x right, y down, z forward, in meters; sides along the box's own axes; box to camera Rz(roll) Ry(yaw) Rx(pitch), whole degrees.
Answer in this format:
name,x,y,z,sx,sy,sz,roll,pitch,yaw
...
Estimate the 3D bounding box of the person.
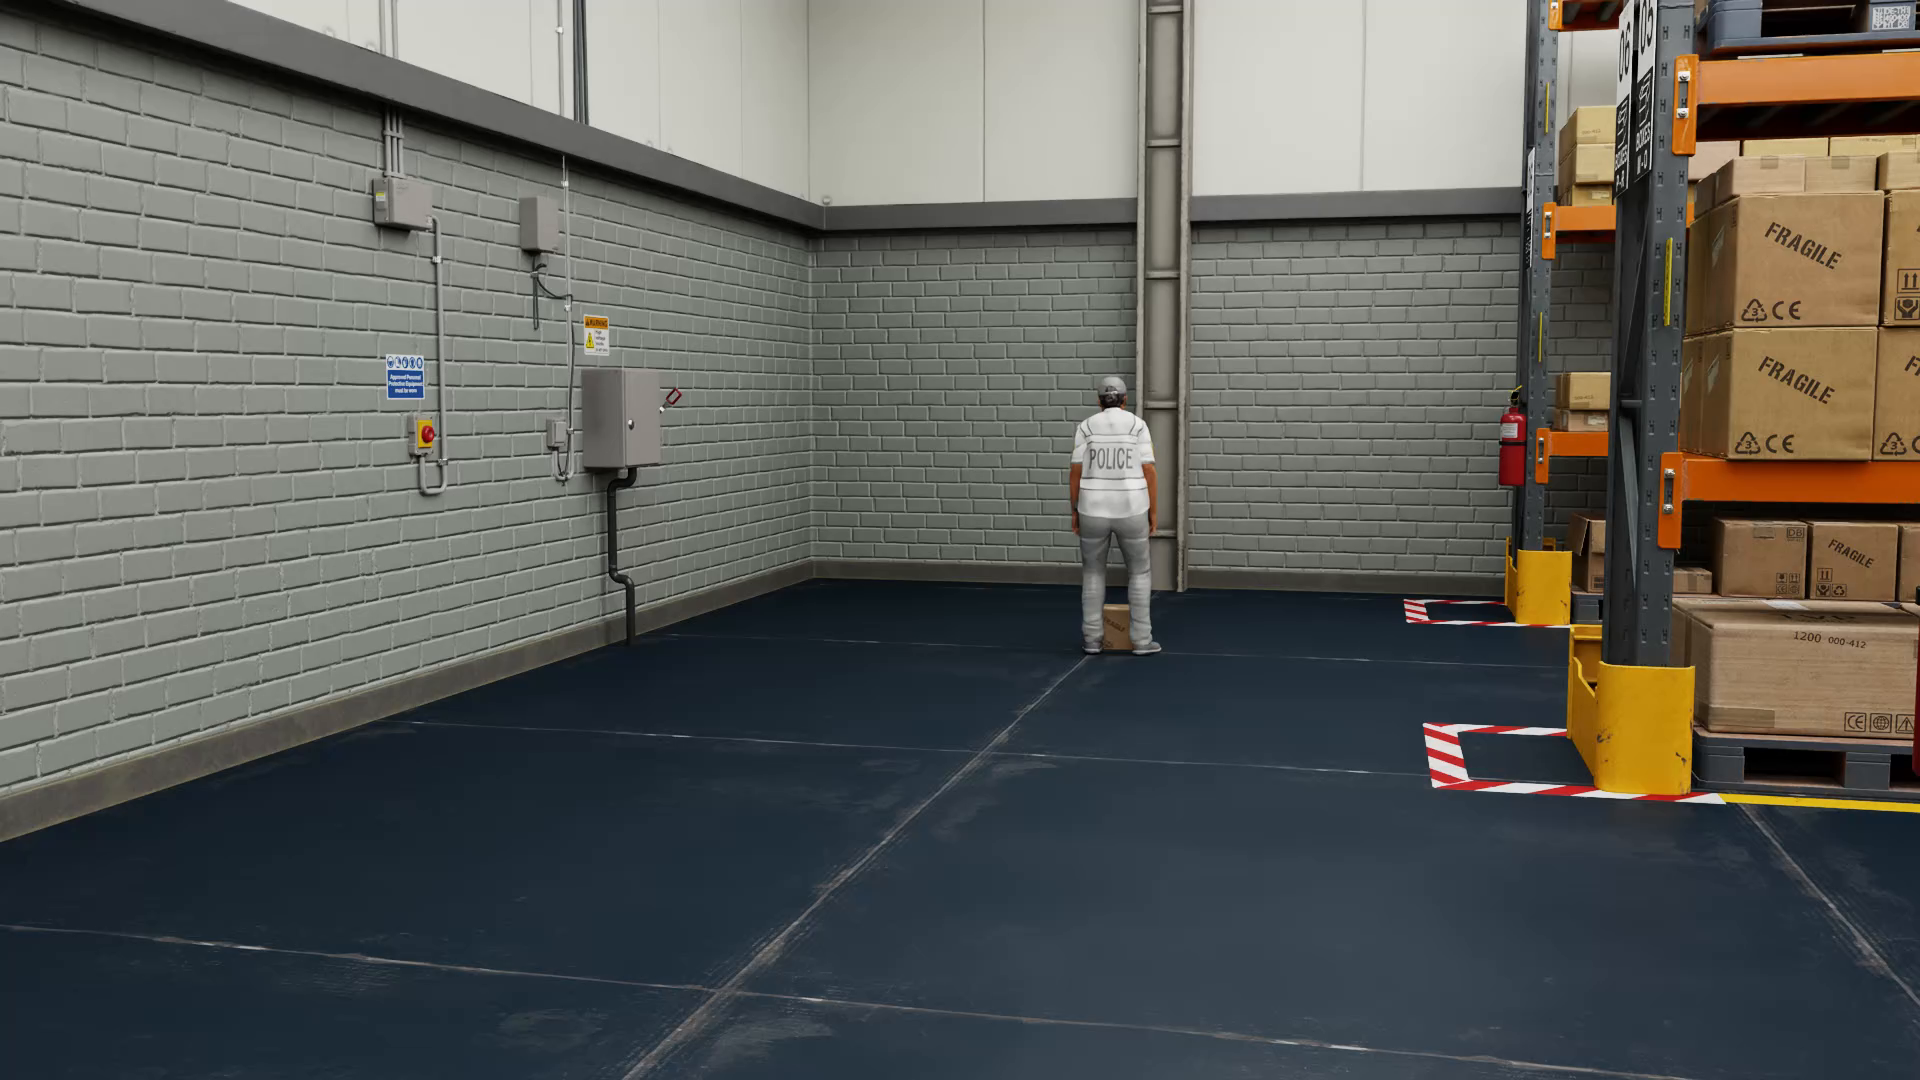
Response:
name,x,y,z,sx,sy,sz,roll,pitch,yaw
person,0.934,-0.148,9.966,0.548,1.664,0.470,1,5,11
